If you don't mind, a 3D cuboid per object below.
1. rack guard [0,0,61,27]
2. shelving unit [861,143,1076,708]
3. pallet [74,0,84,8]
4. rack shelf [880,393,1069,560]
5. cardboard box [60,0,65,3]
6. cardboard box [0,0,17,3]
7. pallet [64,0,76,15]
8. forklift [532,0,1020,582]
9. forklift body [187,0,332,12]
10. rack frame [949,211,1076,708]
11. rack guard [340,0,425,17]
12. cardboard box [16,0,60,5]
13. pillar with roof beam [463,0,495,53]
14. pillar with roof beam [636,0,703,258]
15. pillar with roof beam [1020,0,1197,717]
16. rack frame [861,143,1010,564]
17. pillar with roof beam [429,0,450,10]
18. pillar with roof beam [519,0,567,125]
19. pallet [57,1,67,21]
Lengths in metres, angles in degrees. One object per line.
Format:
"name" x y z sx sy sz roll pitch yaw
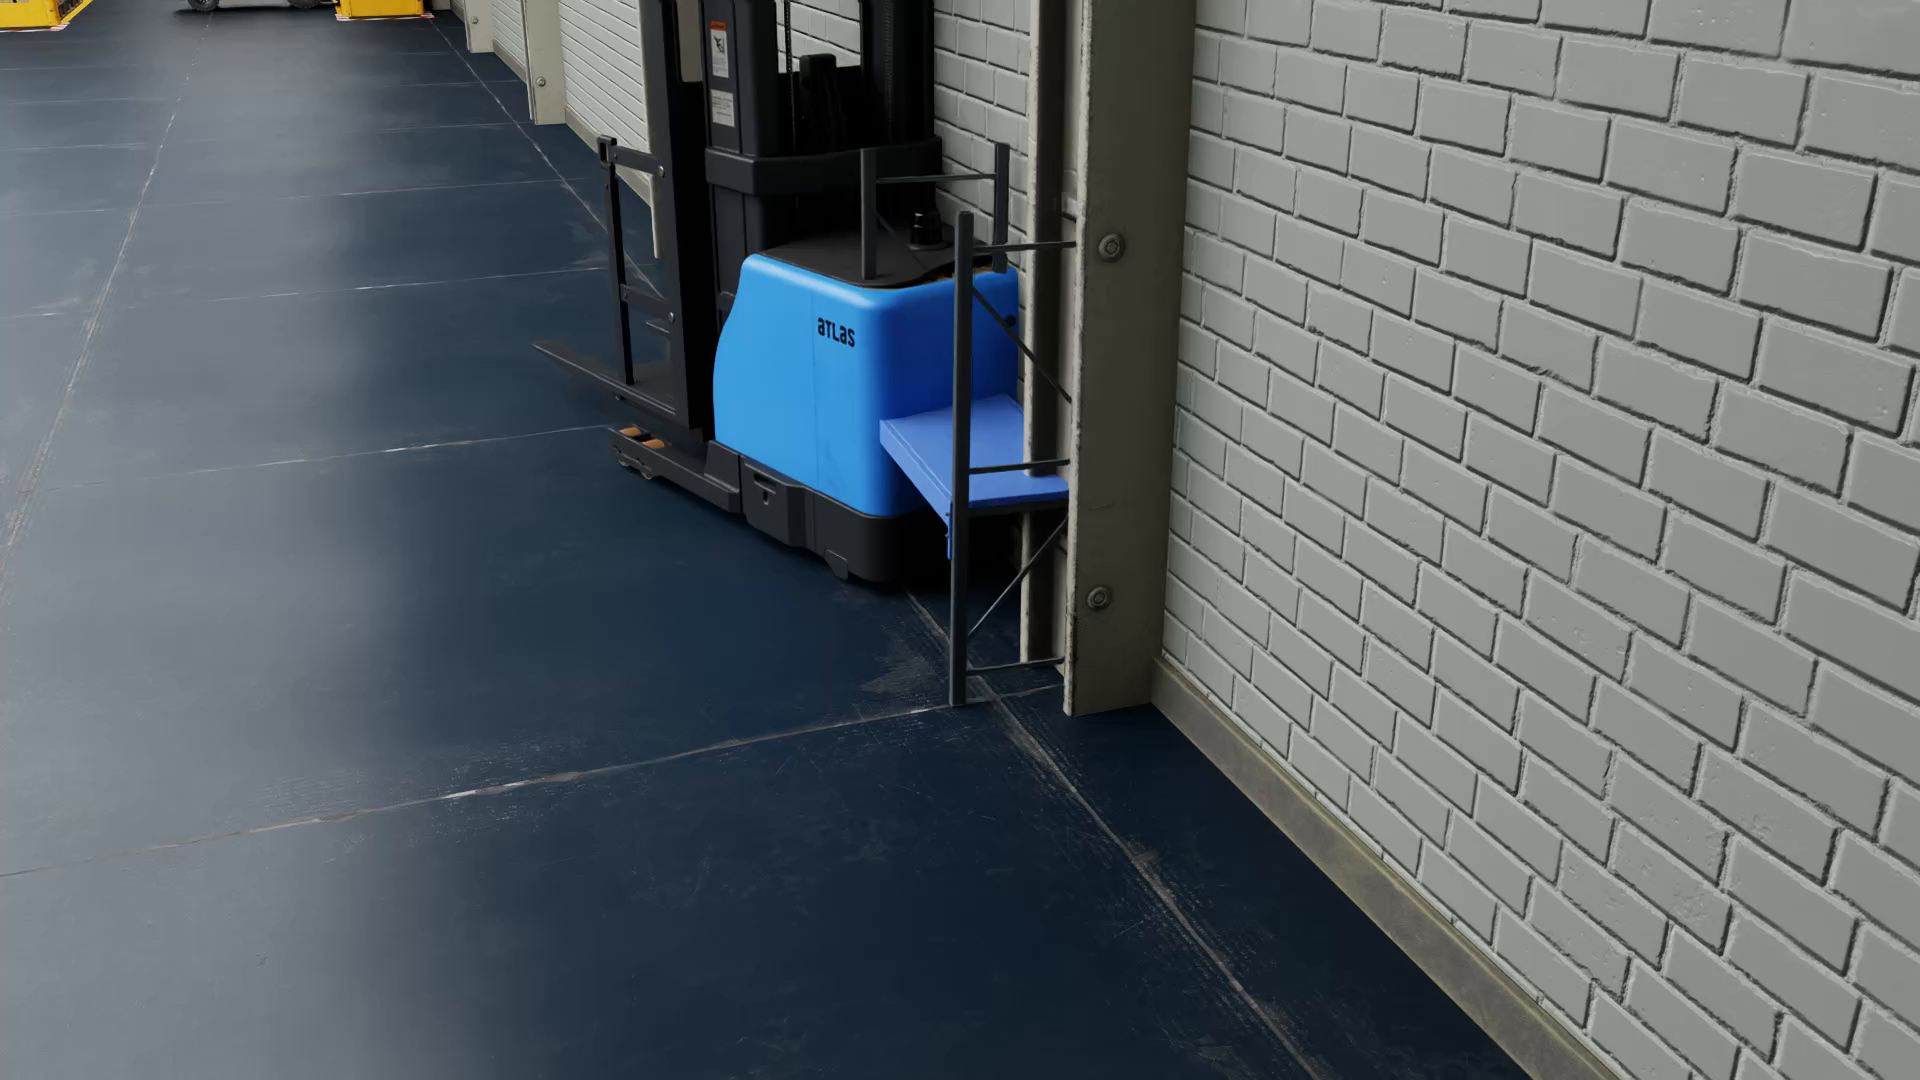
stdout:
"rack guard" -13.340 -7.480 23.354 1.175 0.500 0.348 -8 24 -19
"shelving unit" 0.066 -0.404 5.273 0.538 1.500 1.048 -6 24 -17
"pallet" -14.456 -8.534 26.226 1.003 0.211 1.213 -8 24 -19
"rack shelf" 0.064 -0.238 5.342 0.538 0.185 1.000 -6 24 -17
"cardboard box" -13.513 -8.049 24.484 0.500 0.250 0.500 -7 24 -17
"cardboard box" -13.859 -7.797 23.886 0.500 0.250 0.500 -8 24 -19
"pallet" -14.022 -8.090 25.172 1.003 0.211 1.213 -8 24 -19
"forklift" -0.822 -1.706 6.524 1.130 2.935 3.031 -17 28 -35
"forklift body" -11.048 -9.335 25.628 2.313 2.155 1.214 -8 24 -19
"rack frame" 0.220 -0.214 4.827 0.500 1.500 0.032 -6 24 -17
"rack guard" -8.663 -8.126 24.887 1.175 0.500 0.348 -8 24 -19
"cardboard box" -13.340 -7.862 24.041 0.500 0.250 0.500 -9 24 -19
"pillar with roof beam" -9.982 -9.657 17.577 9.100 9.000 0.400 -8 24 -19
"pillar with roof beam" -5.743 -5.297 7.232 9.100 9.000 0.400 -8 24 -19
"pillar with roof beam" -3.623 -3.117 2.059 9.100 9.000 0.400 -8 24 -19
"rack frame" -0.088 -0.594 5.718 0.500 1.500 0.032 -6 24 -17
"pillar with roof beam" -12.102 -11.838 22.749 9.100 9.000 0.400 -8 24 -19
"pillar with roof beam" -7.862 -7.477 12.404 9.100 9.000 0.400 -8 24 -19
"pallet" -13.594 -7.647 24.122 1.003 0.211 1.213 -8 24 -19
